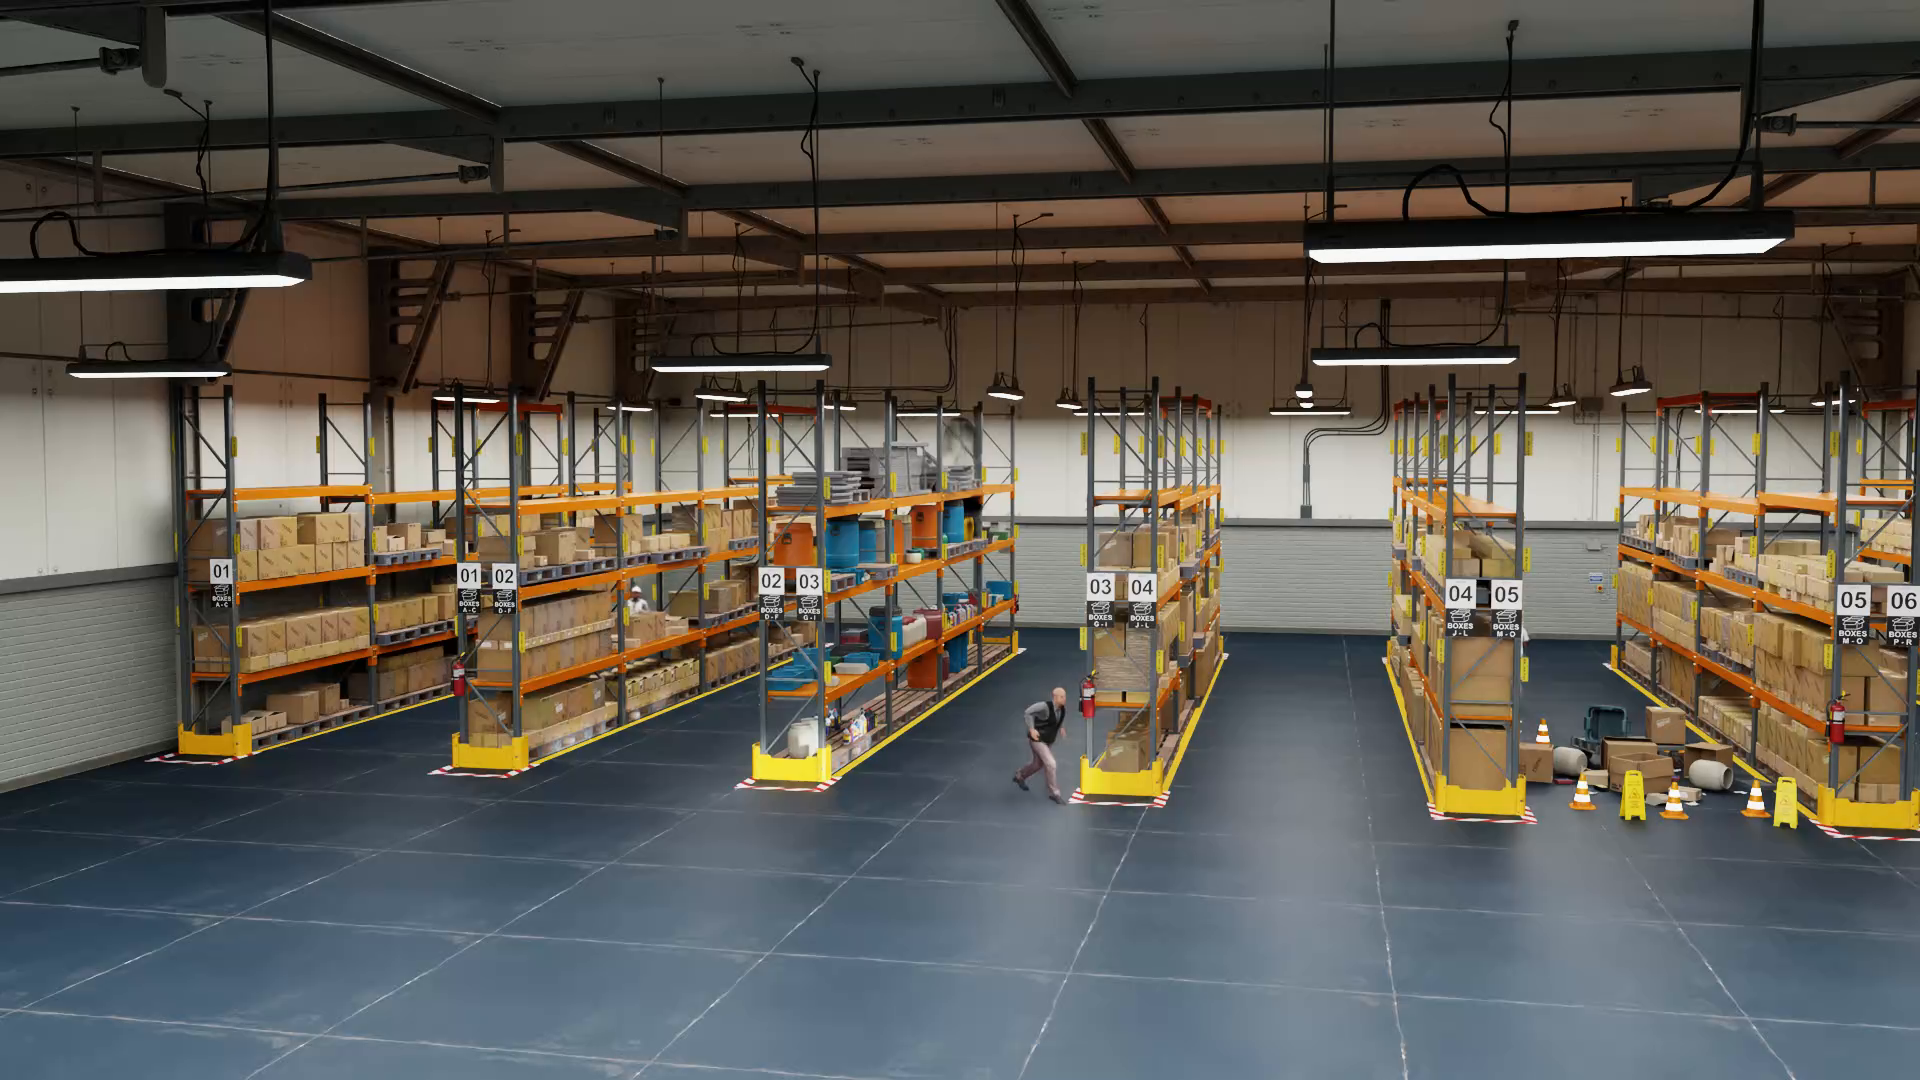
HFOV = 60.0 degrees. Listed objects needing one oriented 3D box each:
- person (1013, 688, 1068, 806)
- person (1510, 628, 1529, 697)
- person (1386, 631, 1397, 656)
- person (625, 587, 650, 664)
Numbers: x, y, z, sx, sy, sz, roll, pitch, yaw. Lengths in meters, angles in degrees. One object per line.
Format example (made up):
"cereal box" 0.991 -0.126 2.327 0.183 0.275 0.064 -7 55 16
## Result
"person" 1.109 2.887 23.499 0.697 1.680 1.007 -3 4 -43
"person" 10.894 2.311 32.886 0.708 1.765 0.824 0 3 4
"person" 10.606 1.921 39.625 0.802 1.764 0.679 0 3 -8
"person" -7.500 1.965 38.569 0.663 1.778 0.931 0 3 5
